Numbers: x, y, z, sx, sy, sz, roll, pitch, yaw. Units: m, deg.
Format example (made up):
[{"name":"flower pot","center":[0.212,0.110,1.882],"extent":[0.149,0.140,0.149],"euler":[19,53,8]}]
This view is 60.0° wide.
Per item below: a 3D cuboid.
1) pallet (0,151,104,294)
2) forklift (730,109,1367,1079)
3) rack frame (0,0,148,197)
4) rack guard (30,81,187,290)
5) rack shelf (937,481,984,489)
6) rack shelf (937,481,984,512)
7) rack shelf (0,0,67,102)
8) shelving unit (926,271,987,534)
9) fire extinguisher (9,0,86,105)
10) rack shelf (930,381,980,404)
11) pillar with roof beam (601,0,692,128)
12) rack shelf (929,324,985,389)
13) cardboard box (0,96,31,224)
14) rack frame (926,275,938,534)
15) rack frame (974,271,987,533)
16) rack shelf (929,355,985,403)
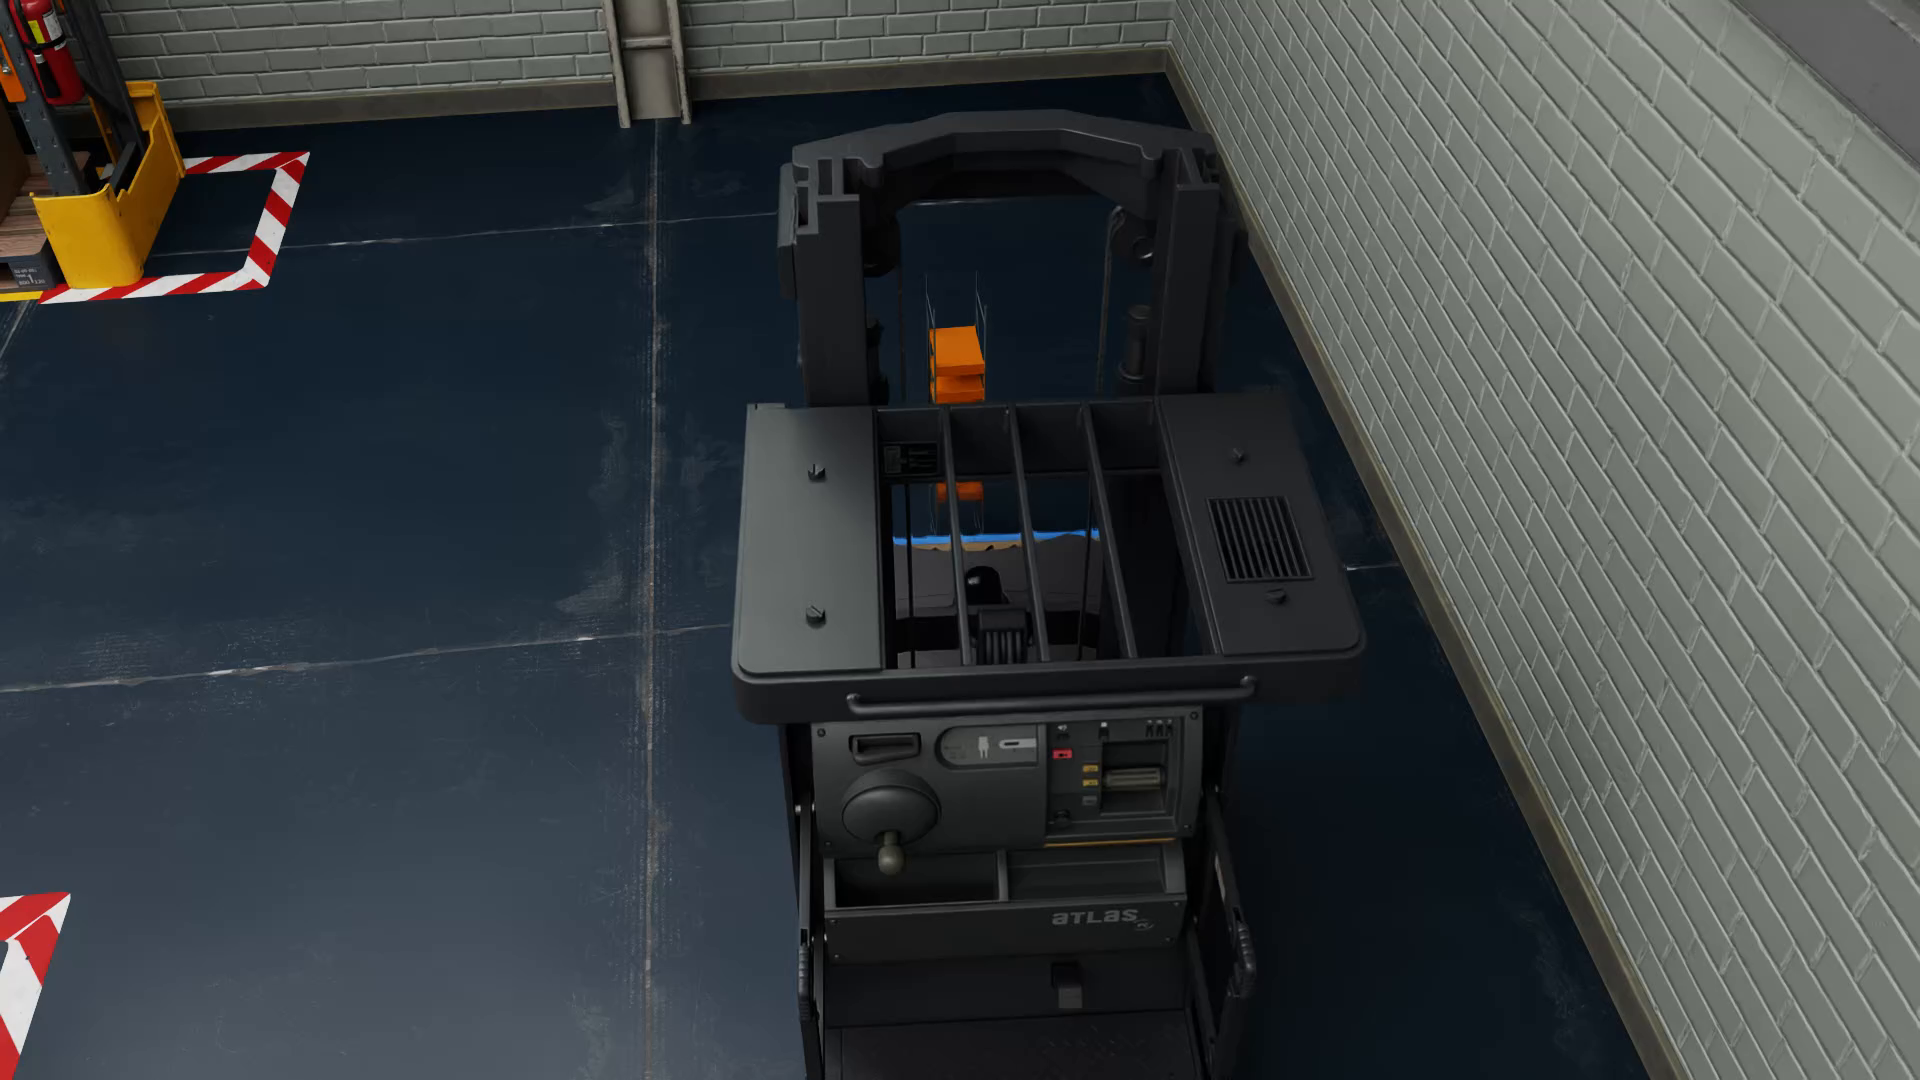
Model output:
[{"name":"pallet","center":[-5.071,-1.573,8.337],"extent":[1.213,0.211,1.003],"euler":[-5,42,-6]},{"name":"forklift","center":[0.131,0.671,3.818],"extent":[1.130,2.935,3.031],"euler":[-2,42,-3]},{"name":"rack frame","center":[-4.288,-2.730,7.537],"extent":[0.127,3.000,1.000],"euler":[-5,42,-6]},{"name":"rack guard","center":[-4.264,-1.804,8.377],"extent":[0.348,0.500,1.175],"euler":[-5,42,-6]},{"name":"rack shelf","center":[-0.014,-0.322,6.457],"extent":[0.180,0.103,0.258],"euler":[-5,42,-6]},{"name":"rack shelf","center":[-0.014,-0.233,6.537],"extent":[0.180,0.103,0.258],"euler":[-5,42,-6]},{"name":"rack shelf","center":[-6.271,-2.289,7.586],"extent":[4.000,0.370,1.077],"euler":[-5,42,-6]},{"name":"shelving unit","center":[-0.014,-0.444,6.347],"extent":[0.189,1.200,0.258],"euler":[-5,42,-6]},{"name":"fire extinguisher","center":[-4.078,-2.269,7.363],"extent":[0.183,0.674,0.296],"euler":[-5,42,-6]},{"name":"rack shelf","center":[-0.014,-0.500,6.296],"extent":[0.180,0.103,0.258],"euler":[-5,42,-6]},{"name":"pillar with roof beam","center":[-1.165,-2.908,3.255],"extent":[0.400,9.000,9.100],"euler":[-5,42,-6]},{"name":"rack shelf","center":[-0.014,-0.679,6.135],"extent":[0.180,0.103,0.258],"euler":[-5,42,-6]},{"name":"cardboard box","center":[-4.969,-1.831,8.093],"extent":[0.500,0.500,0.700],"euler":[-5,42,-6]},{"name":"rack frame","center":[-0.105,-0.436,6.338],"extent":[0.006,1.200,0.240],"euler":[-5,42,-6]},{"name":"rack frame","center":[0.076,-0.452,6.356],"extent":[0.006,1.200,0.240],"euler":[-5,42,-6]},{"name":"rack shelf","center":[-0.014,-0.589,6.216],"extent":[0.180,0.103,0.258],"euler":[-5,42,-6]}]
